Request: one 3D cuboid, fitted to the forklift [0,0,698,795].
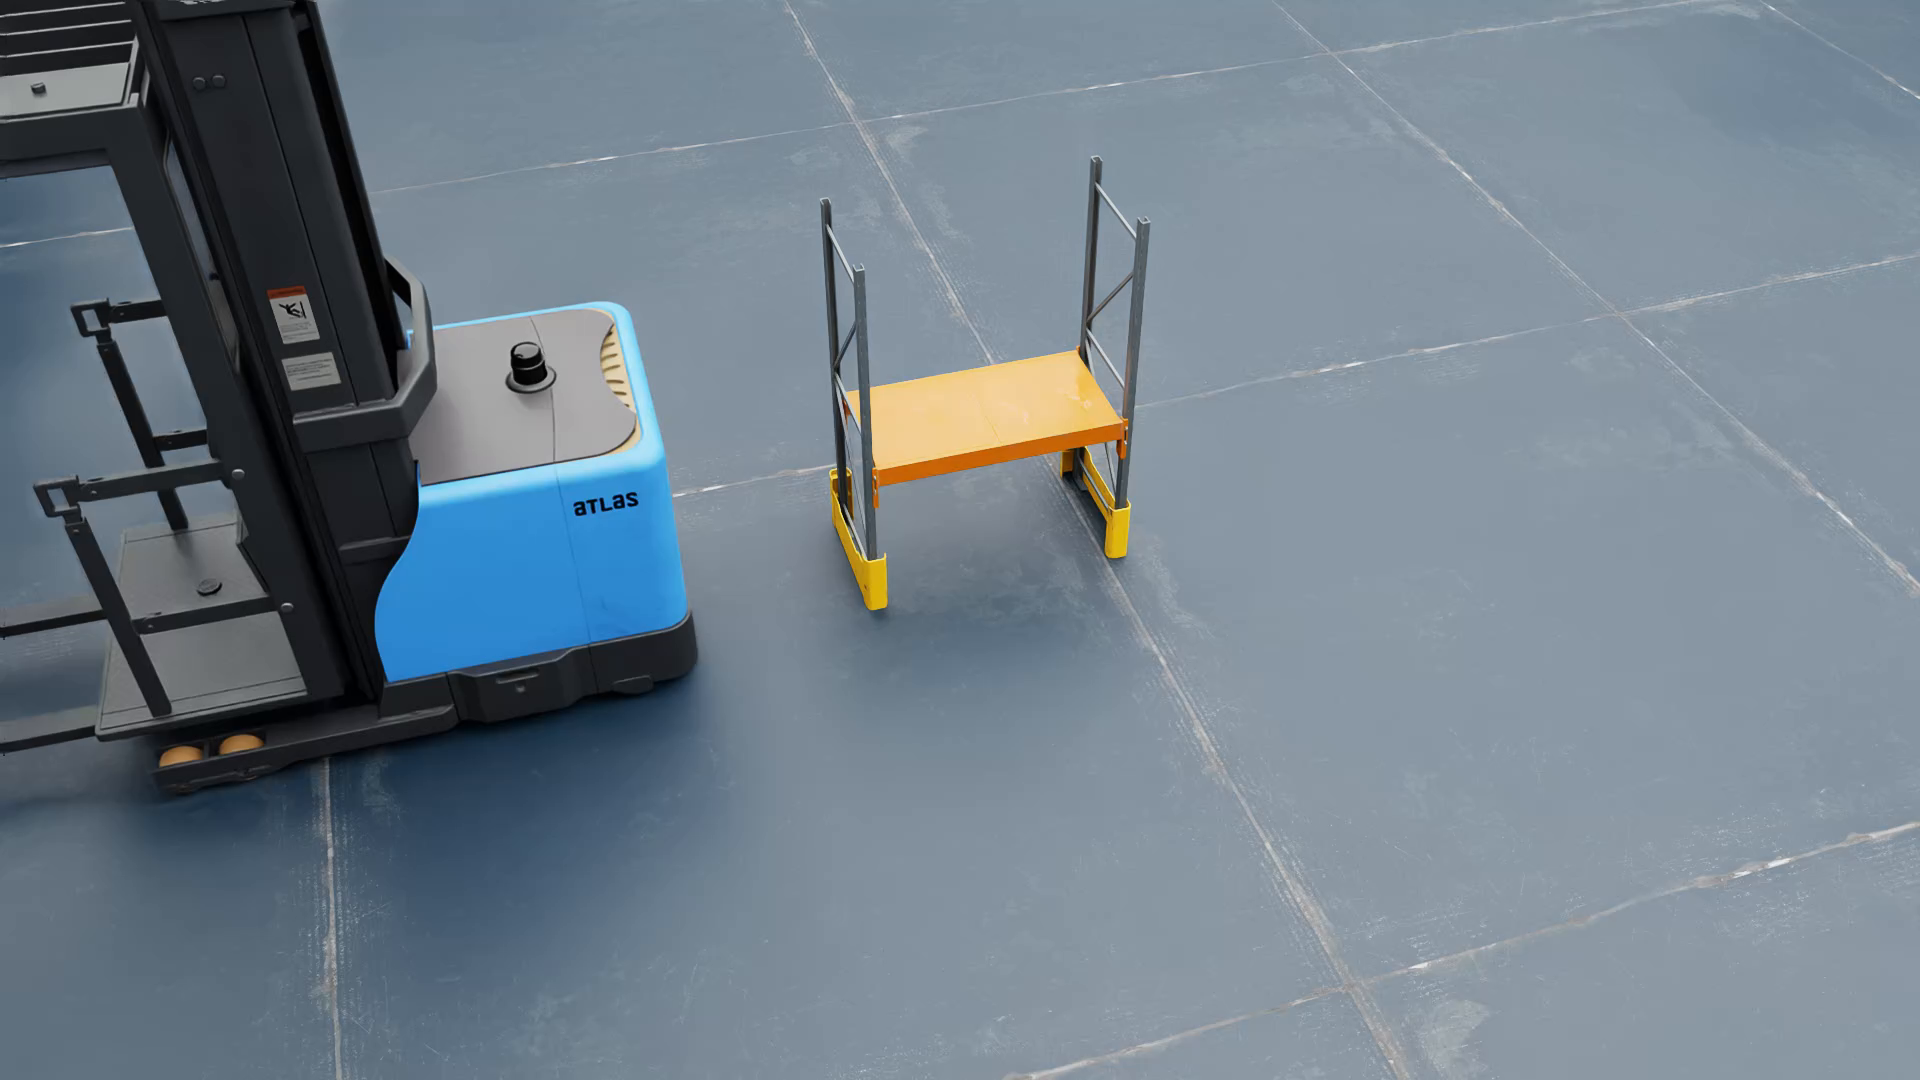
[{"bbox_3d":[-2.543,-0.619,5.231,3.031,2.935,1.130,-11,42,-12],"label":"forklift"}]

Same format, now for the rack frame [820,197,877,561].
[{"bbox_3d":[-0.404,-0.481,6.161,0.032,1.500,0.500,-12,42,-13],"label":"rack frame"}]

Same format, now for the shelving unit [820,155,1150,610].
[{"bbox_3d":[0.073,-0.580,6.274,1.083,1.500,0.587,-12,42,-13],"label":"shelving unit"}]

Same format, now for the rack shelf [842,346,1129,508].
[{"bbox_3d":[0.081,-0.446,6.394,1.000,0.185,0.538,-12,42,-13],"label":"rack shelf"}]

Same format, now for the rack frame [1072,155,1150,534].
[{"bbox_3d":[0.566,-0.682,6.391,0.032,1.500,0.500,-12,42,-13],"label":"rack frame"}]

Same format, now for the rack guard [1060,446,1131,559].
[{"bbox_3d":[0.548,-0.208,6.798,0.087,0.250,0.587,-12,42,-13],"label":"rack guard"}]

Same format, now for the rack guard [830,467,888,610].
[{"bbox_3d":[-0.402,-0.011,6.572,0.087,0.250,0.587,-12,42,-13],"label":"rack guard"}]
